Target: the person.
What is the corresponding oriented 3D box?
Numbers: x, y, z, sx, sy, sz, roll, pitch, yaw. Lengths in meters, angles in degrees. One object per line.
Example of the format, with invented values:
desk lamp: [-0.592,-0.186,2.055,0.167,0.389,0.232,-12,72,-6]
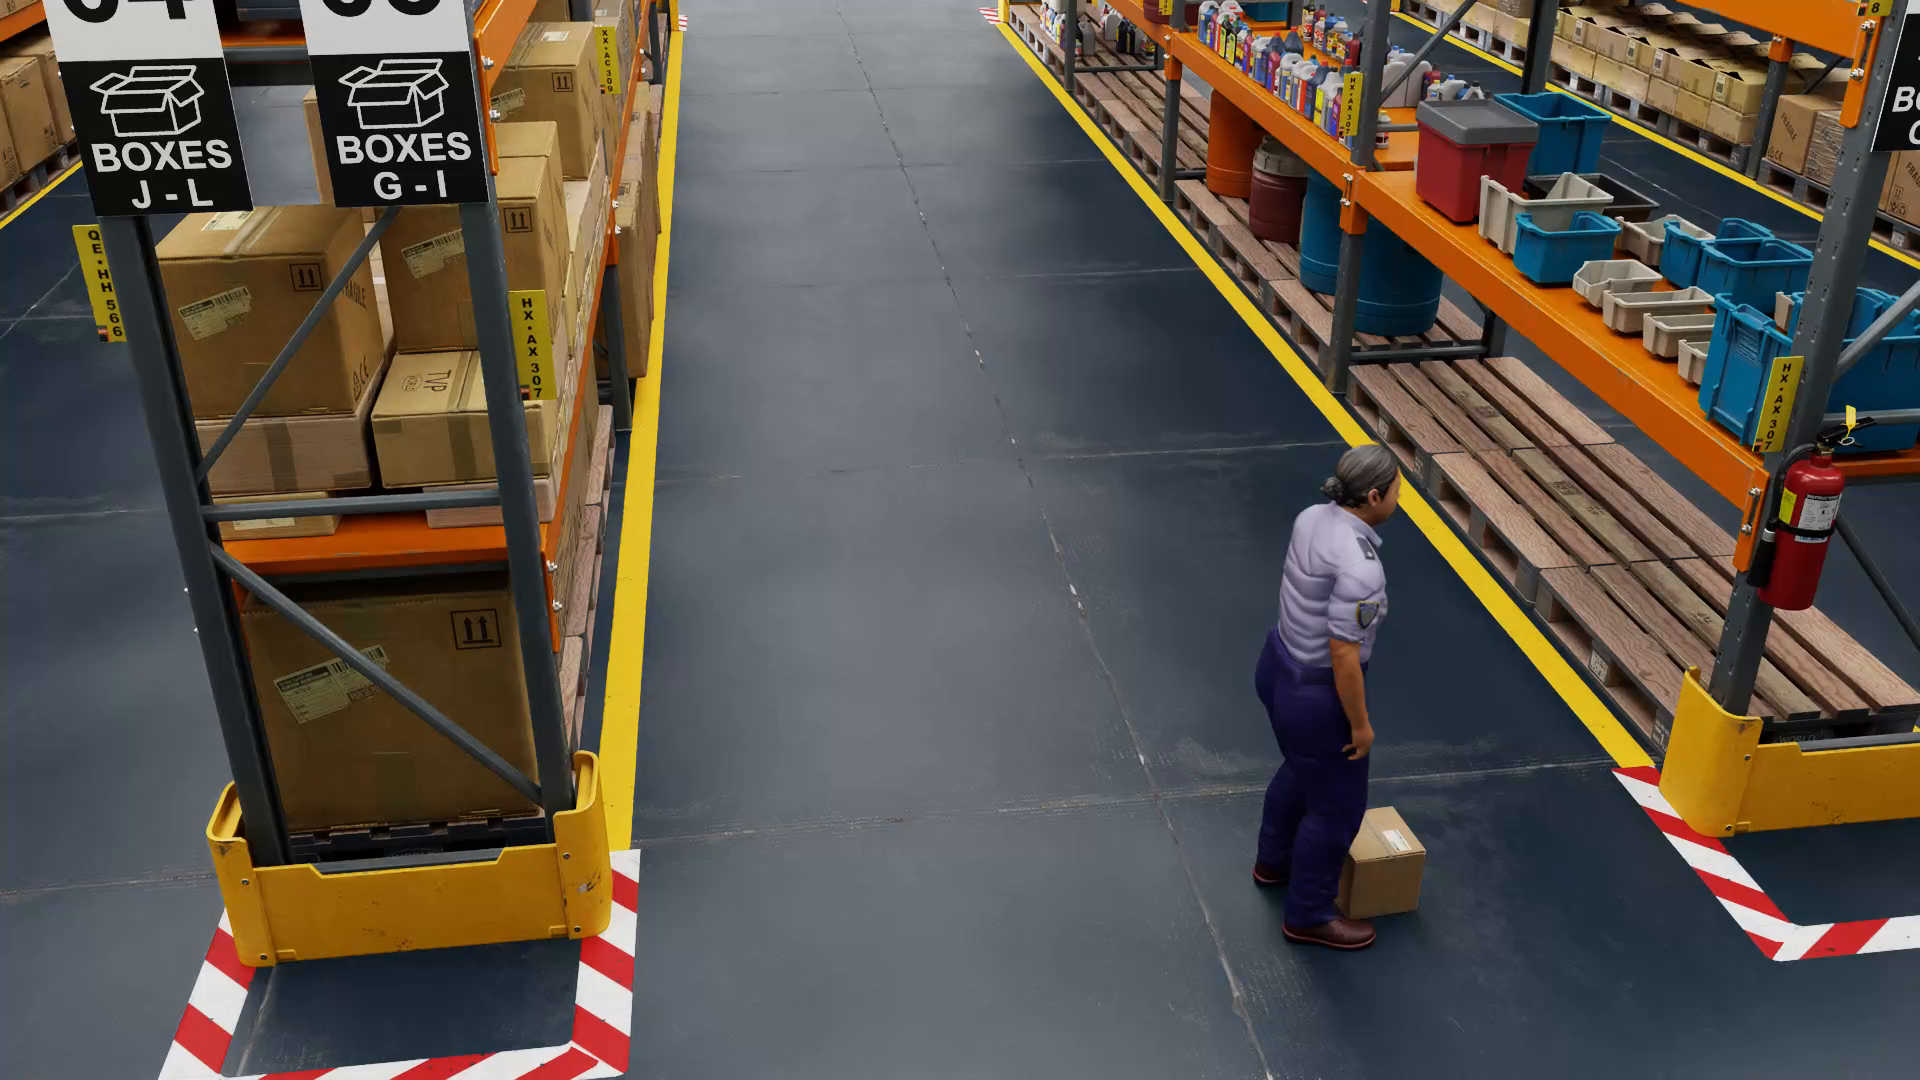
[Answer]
person: [1.137,0.475,5.207,0.367,1.651,0.550,-4,28,-8]
